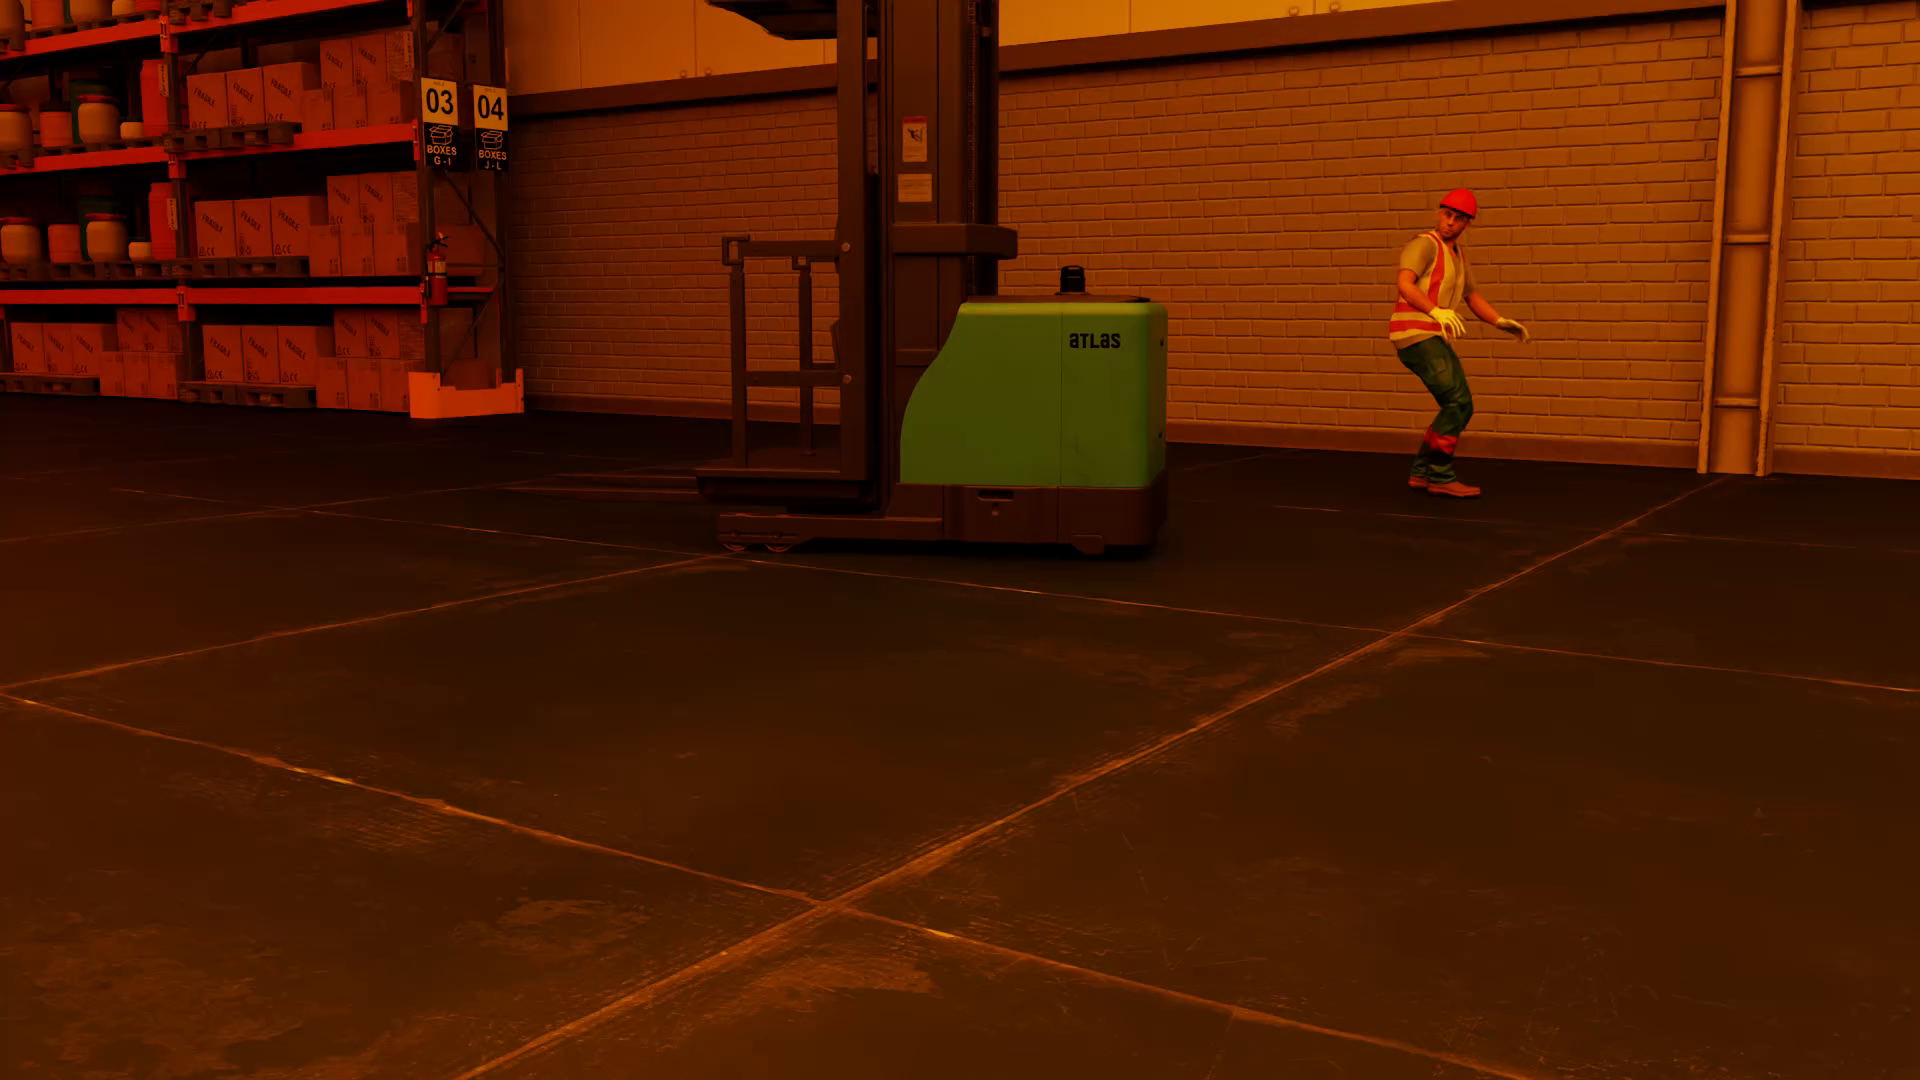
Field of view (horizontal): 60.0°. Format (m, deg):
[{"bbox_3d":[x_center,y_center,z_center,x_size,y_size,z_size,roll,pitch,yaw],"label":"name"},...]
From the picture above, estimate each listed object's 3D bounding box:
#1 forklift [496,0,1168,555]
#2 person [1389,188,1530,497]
[{"bbox_3d":[-0.596,-1.469,7.520,3.031,2.935,1.130,2,8,12],"label":"forklift"},{"bbox_3d":[2.762,-1.076,9.268,0.675,1.711,0.784,5,10,33],"label":"person"}]
